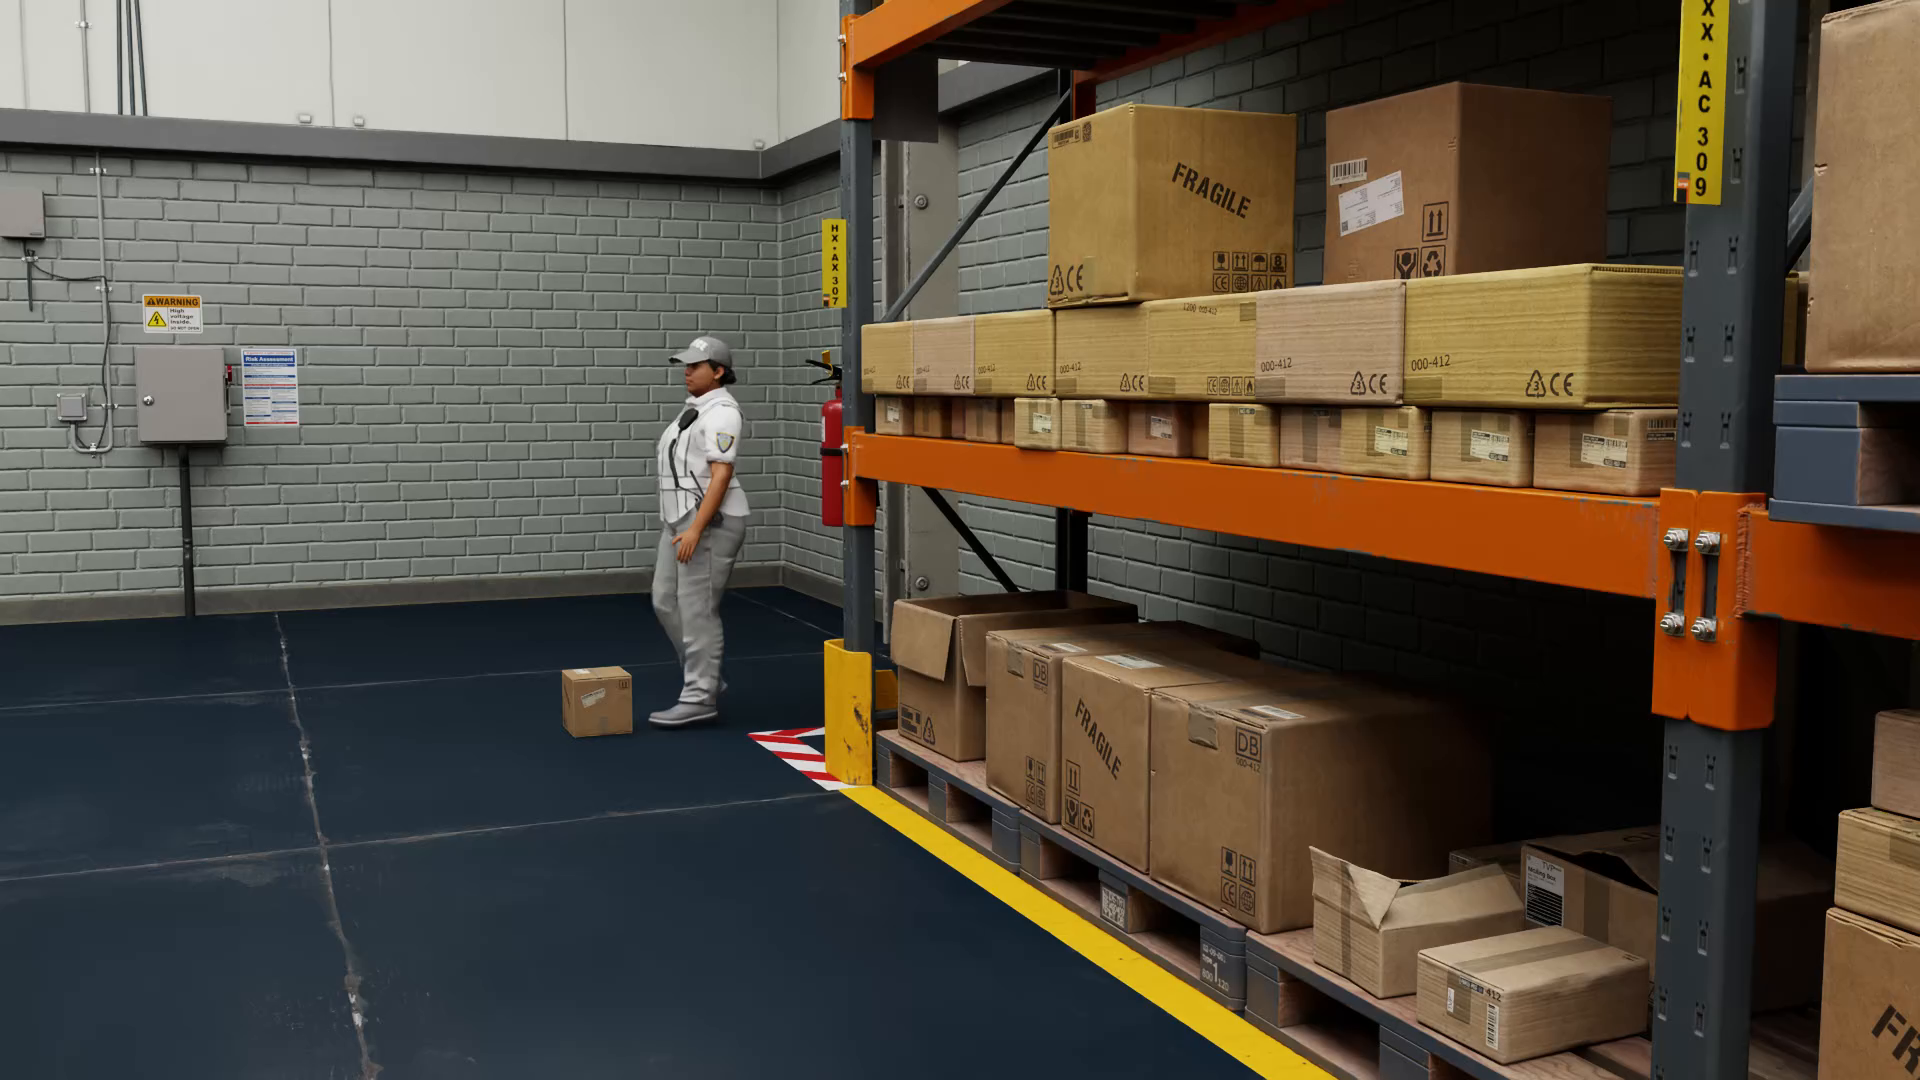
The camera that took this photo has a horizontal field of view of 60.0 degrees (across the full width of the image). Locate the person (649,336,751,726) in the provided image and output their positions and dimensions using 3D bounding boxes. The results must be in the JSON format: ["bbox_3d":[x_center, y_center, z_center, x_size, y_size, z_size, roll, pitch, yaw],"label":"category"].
[{"bbox_3d":[-1.157,-0.017,7.244,0.462,1.728,0.515,-2,6,-24],"label":"person"}]
